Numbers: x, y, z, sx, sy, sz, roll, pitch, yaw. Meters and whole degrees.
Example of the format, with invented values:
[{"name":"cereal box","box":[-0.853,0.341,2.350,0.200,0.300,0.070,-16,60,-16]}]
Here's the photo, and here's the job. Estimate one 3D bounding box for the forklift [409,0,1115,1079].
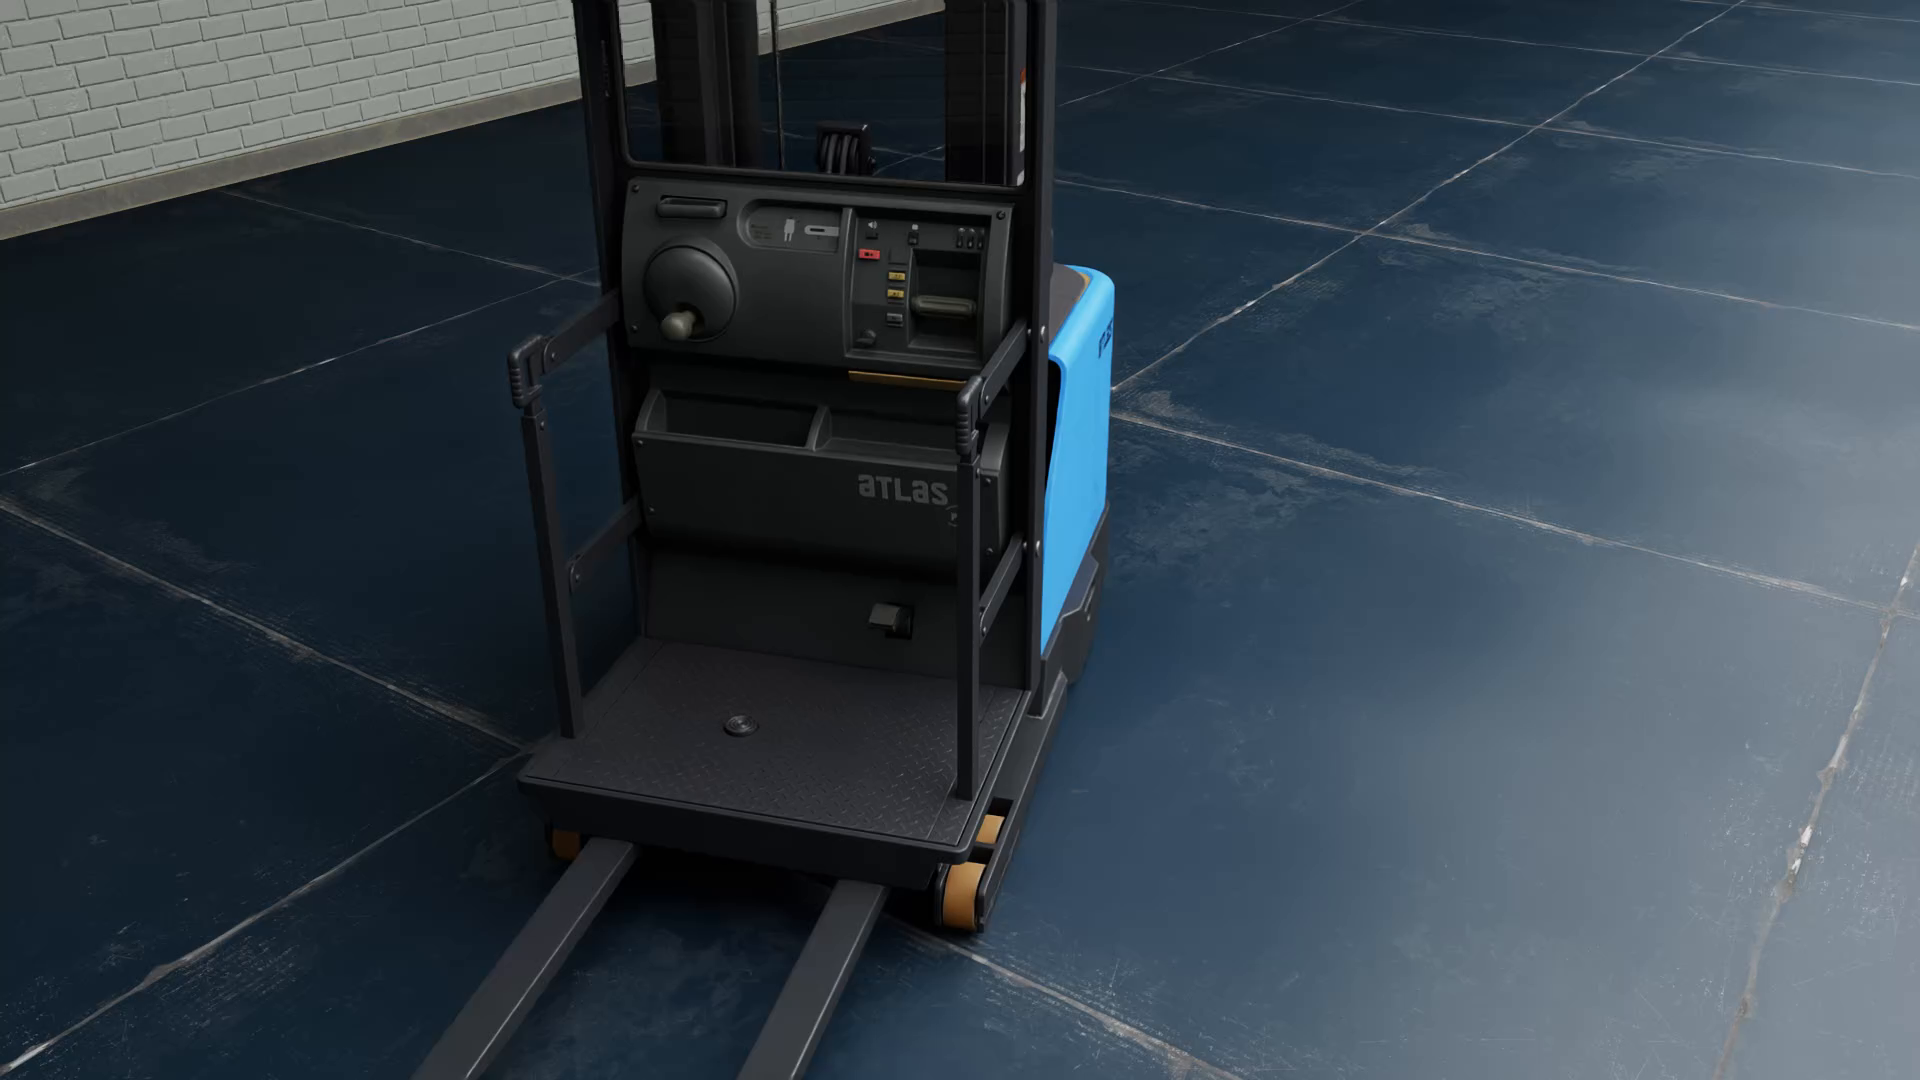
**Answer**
[{"name":"forklift","box":[-0.394,-0.577,3.652,1.130,2.935,3.031,7,28,13]}]
